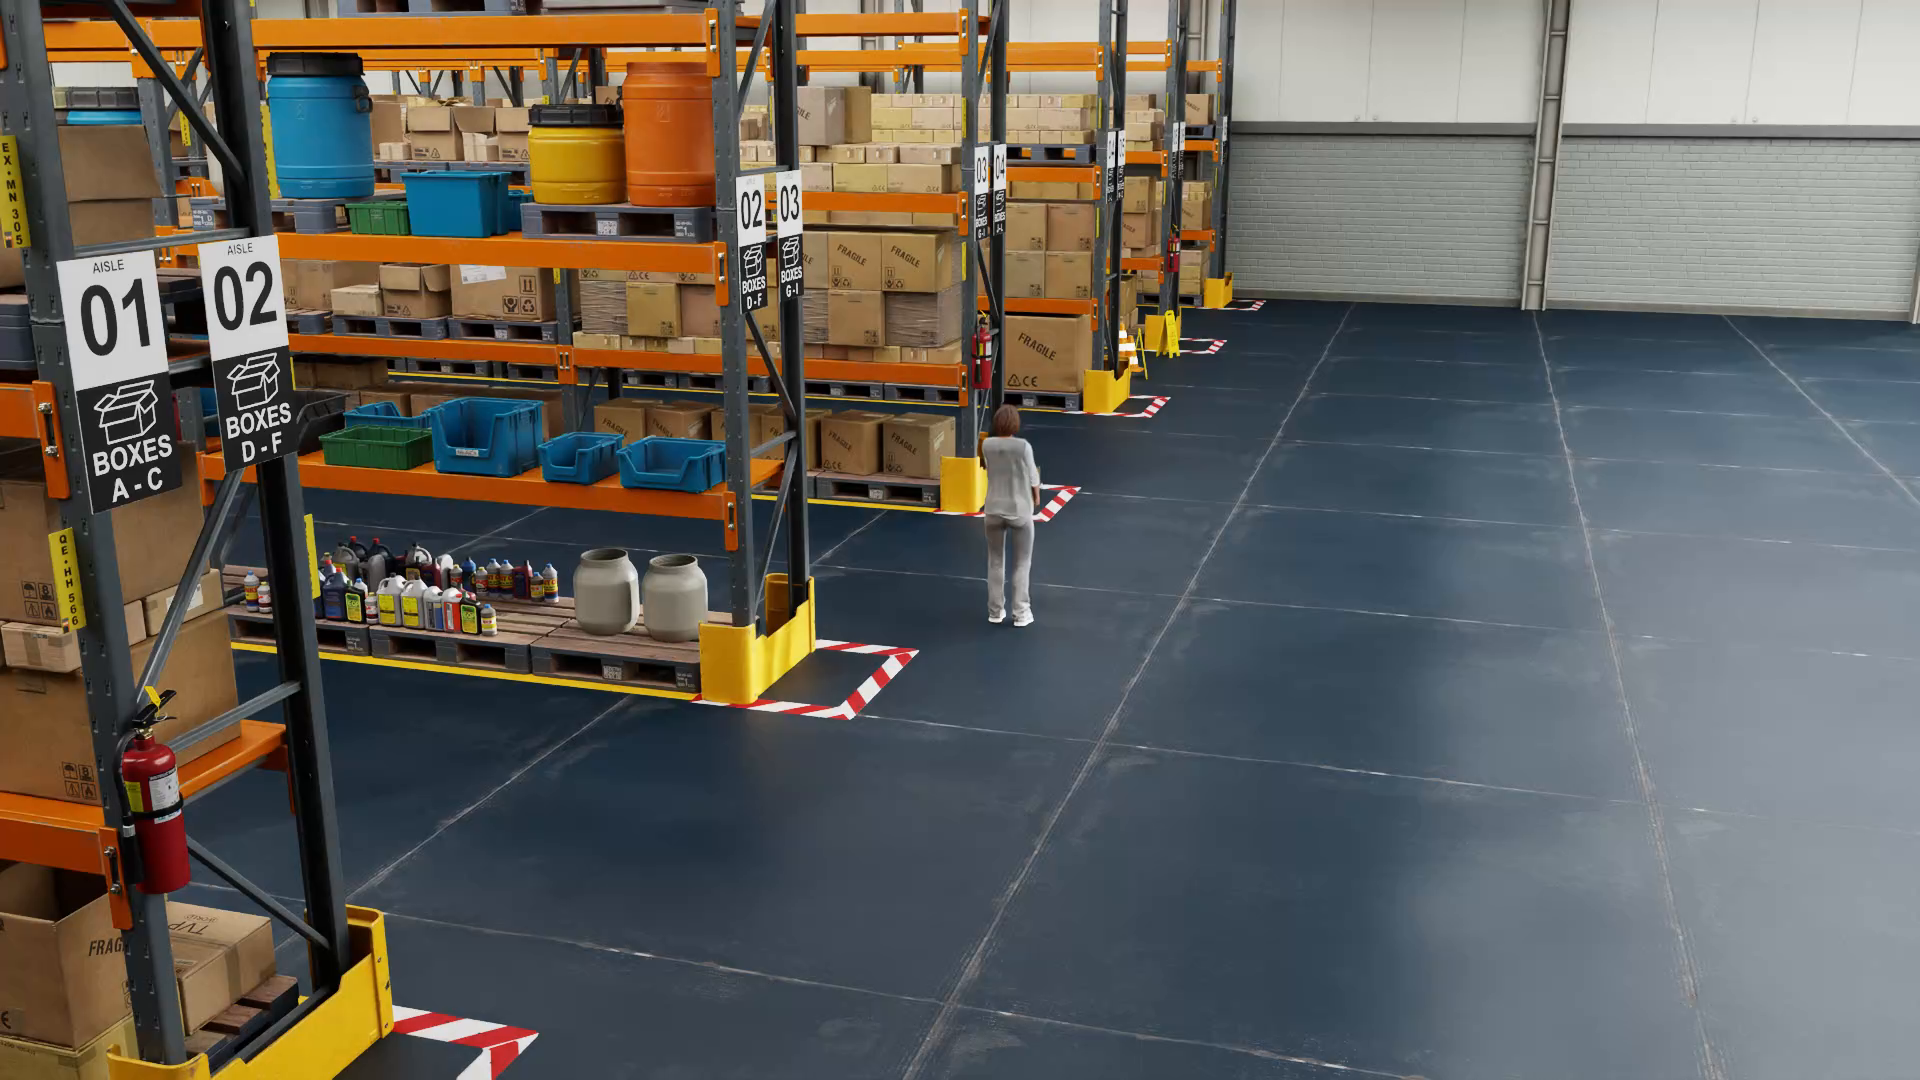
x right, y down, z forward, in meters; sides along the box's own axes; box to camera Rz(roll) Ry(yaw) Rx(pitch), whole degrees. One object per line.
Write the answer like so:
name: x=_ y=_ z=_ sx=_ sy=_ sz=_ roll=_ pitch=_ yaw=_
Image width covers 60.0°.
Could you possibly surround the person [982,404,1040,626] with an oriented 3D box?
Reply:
person: x=0.364 y=-0.195 z=11.762 sx=0.385 sy=1.598 sz=0.498 roll=4 pitch=16 yaw=16
